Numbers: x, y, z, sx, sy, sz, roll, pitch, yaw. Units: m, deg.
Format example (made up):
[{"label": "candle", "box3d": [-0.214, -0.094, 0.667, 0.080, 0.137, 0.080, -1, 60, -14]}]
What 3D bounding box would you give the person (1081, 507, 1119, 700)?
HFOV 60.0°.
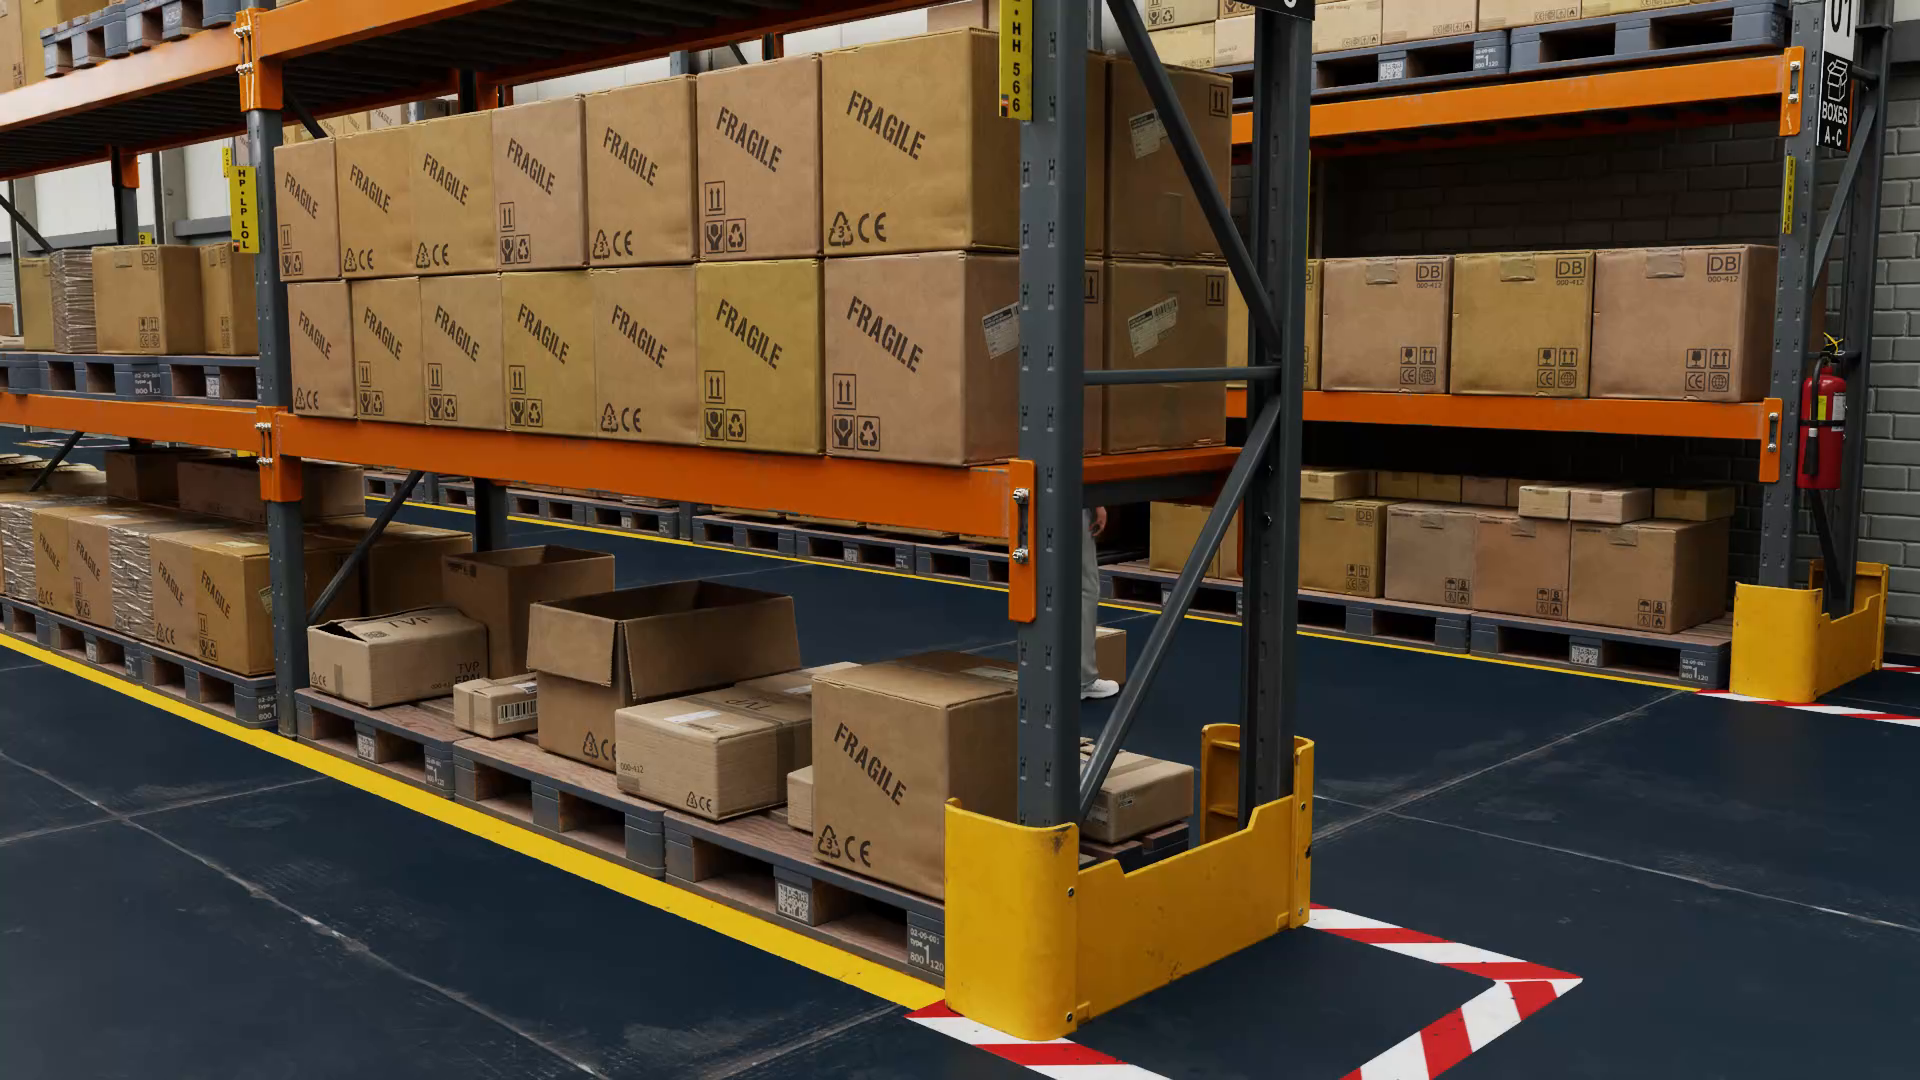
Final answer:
[{"label": "person", "box3d": [0.434, -0.141, 7.393, 0.486, 1.673, 0.357, 7, 10, 44]}]
